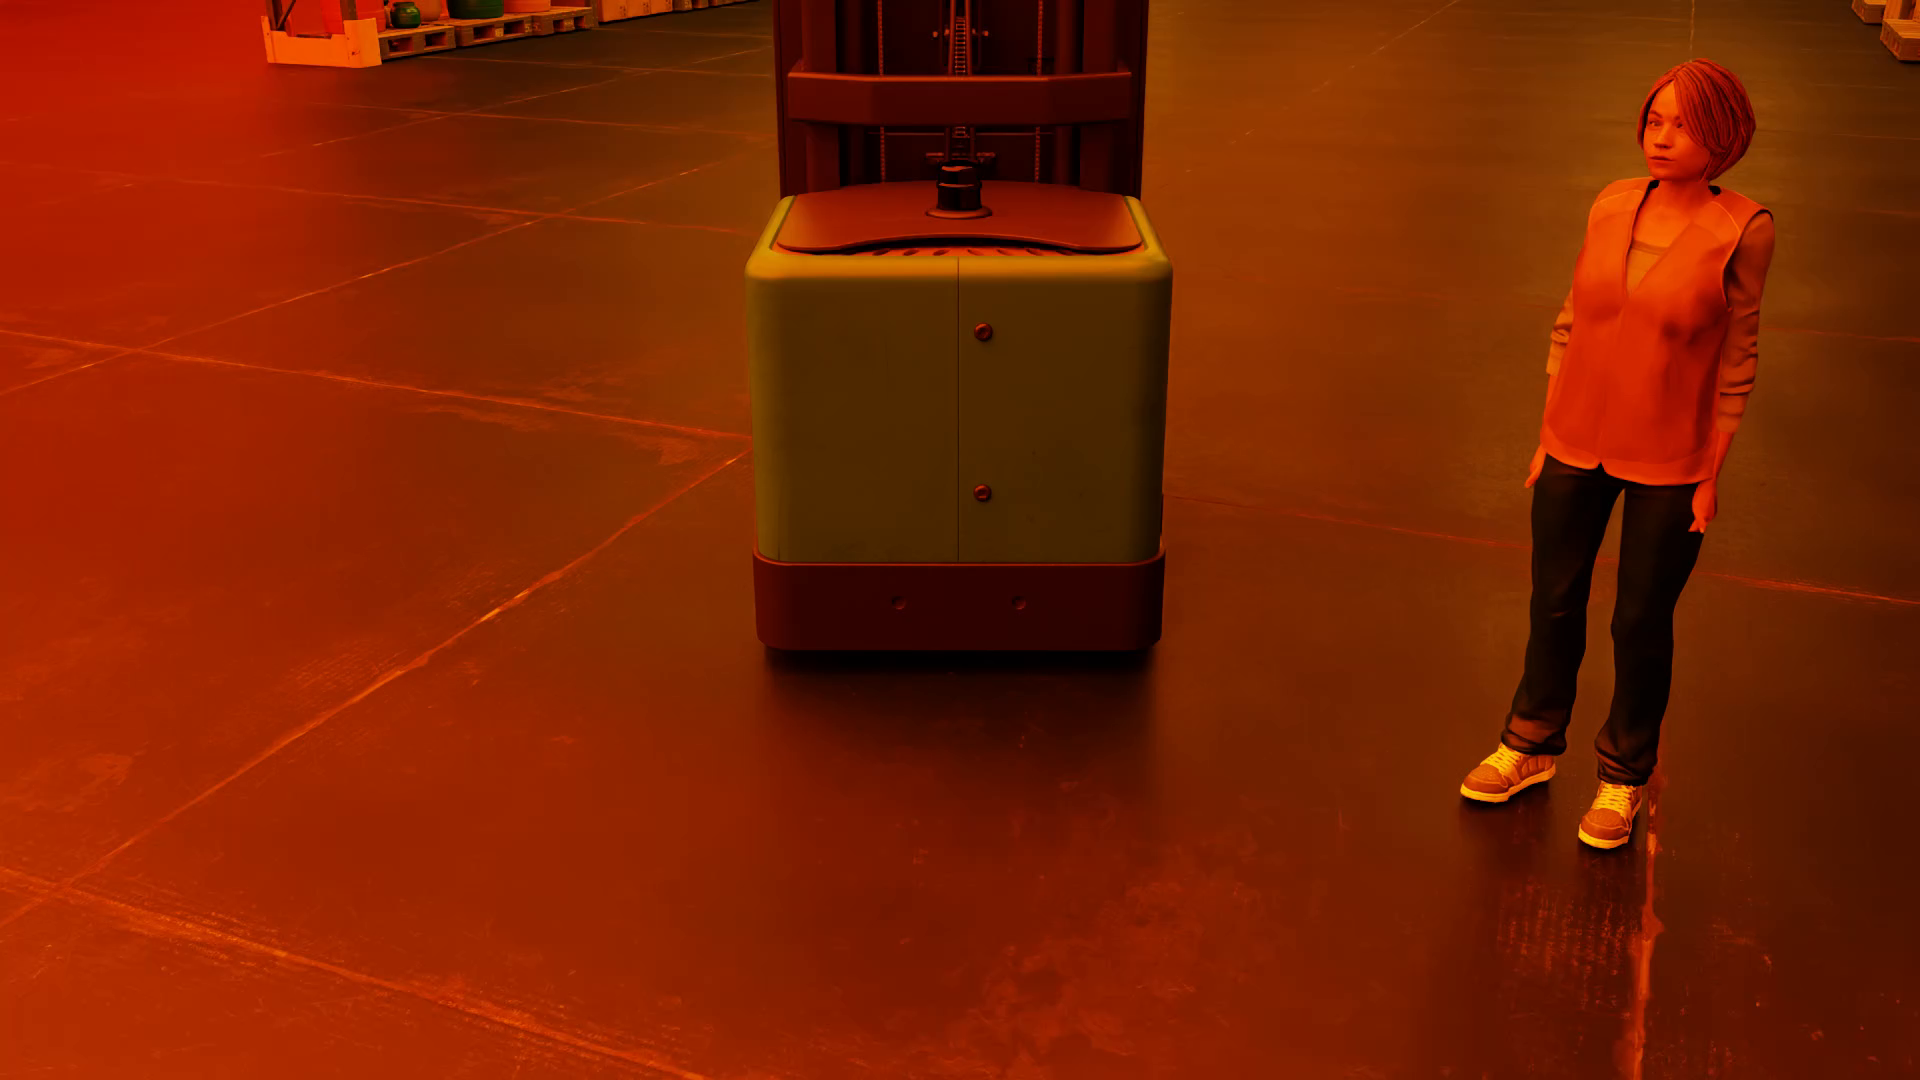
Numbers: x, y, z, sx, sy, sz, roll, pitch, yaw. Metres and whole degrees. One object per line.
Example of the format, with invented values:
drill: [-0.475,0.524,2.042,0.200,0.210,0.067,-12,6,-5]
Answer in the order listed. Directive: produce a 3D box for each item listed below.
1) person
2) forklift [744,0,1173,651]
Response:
person: [1.352,-0.149,3.379,0.403,1.601,0.323,20,30,39]
forklift: [0.002,-1.587,5.089,1.130,2.935,3.031,0,23,0]
